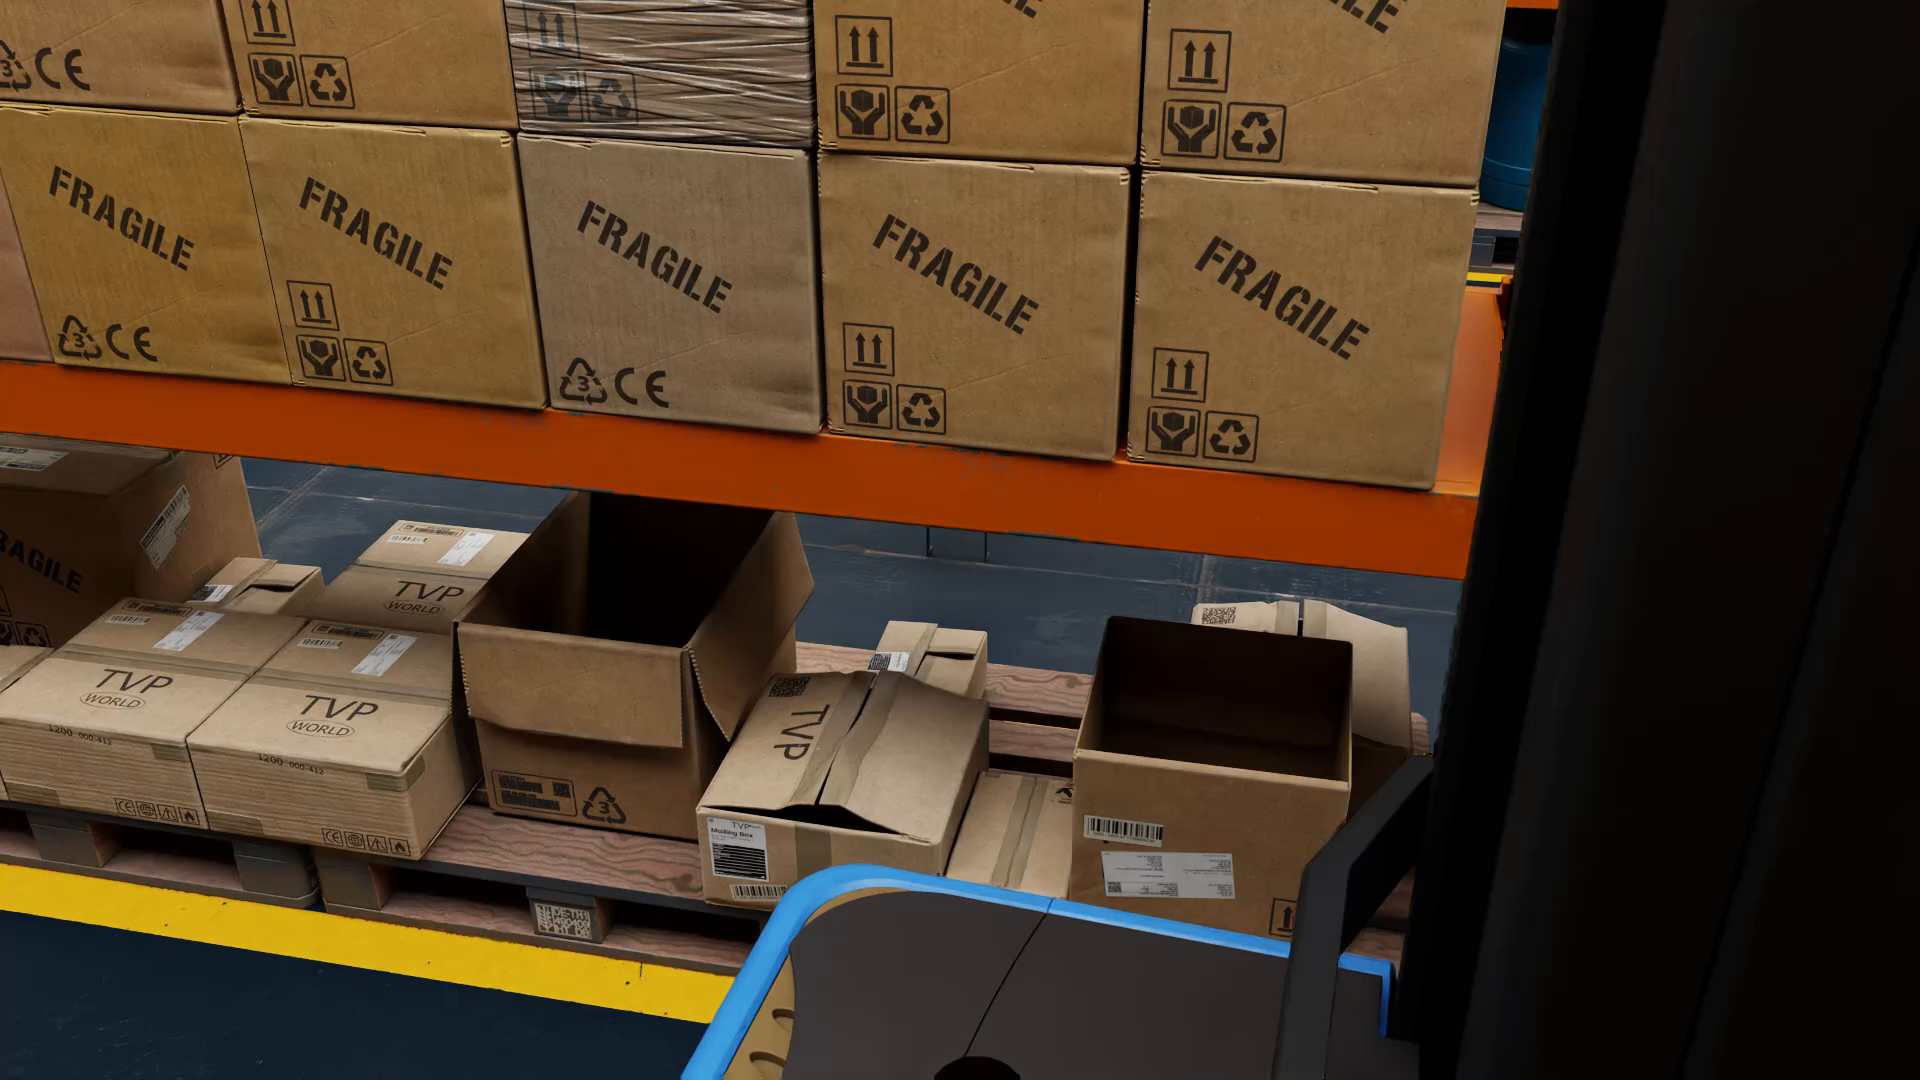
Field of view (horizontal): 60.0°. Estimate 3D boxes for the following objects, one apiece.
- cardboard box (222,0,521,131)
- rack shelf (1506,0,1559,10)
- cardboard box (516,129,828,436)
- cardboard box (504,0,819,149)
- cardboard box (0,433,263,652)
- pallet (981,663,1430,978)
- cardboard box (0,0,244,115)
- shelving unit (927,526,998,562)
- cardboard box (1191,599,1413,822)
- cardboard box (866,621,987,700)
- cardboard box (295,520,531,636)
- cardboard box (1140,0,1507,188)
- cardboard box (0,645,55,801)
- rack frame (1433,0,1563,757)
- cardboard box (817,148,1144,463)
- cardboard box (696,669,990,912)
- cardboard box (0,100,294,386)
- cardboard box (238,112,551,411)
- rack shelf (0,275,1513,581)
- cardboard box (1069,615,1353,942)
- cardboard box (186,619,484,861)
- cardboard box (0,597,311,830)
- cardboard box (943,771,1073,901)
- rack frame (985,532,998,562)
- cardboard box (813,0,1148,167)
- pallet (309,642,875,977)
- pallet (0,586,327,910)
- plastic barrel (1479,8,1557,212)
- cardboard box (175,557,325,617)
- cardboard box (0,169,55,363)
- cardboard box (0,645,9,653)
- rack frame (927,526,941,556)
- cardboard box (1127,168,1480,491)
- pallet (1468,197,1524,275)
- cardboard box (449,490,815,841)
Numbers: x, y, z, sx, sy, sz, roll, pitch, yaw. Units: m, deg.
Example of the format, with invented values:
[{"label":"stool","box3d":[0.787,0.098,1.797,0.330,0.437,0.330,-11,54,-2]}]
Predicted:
[{"label":"cardboard box","box3d":[-0.916,-1.028,2.859,0.500,0.500,0.500,6,29,10]},{"label":"rack shelf","box3d":[4.113,-2.274,7.030,4.000,0.370,1.077,6,29,11]},{"label":"cardboard box","box3d":[-0.430,-0.540,3.008,0.500,0.500,0.500,7,29,12]},{"label":"cardboard box","box3d":[-0.424,-0.977,2.765,0.500,0.500,0.500,6,29,11]},{"label":"cardboard box","box3d":[-2.209,-0.023,4.314,0.500,0.500,0.500,6,29,11]},{"label":"pallet","box3d":[0.448,0.689,3.771,1.213,0.211,1.003,6,29,11]},{"label":"cardboard box","box3d":[-1.413,-1.078,2.951,0.500,0.500,0.500,6,29,11]},{"label":"shelving unit","box3d":[0.014,-0.525,4.959,0.189,1.200,0.258,6,29,11]},{"label":"cardboard box","box3d":[0.754,0.378,3.778,0.500,0.311,0.500,6,29,11]},{"label":"cardboard box","box3d":[-0.094,0.359,3.962,0.250,0.166,0.380,6,29,11]},{"label":"cardboard box","box3d":[-1.287,0.196,4.174,0.500,0.250,0.500,6,29,11]},{"label":"cardboard box","box3d":[0.571,-0.876,2.582,0.500,0.500,0.500,6,29,11]},{"label":"cardboard box","box3d":[-2.210,0.413,3.865,0.250,0.166,0.380,6,29,11]},{"label":"rack frame","box3d":[1.119,-0.465,2.975,0.127,3.000,1.000,6,29,11]},{"label":"cardboard box","box3d":[0.072,-0.489,2.916,0.500,0.500,0.500,7,29,12]},{"label":"cardboard box","box3d":[-0.231,0.523,3.514,0.500,0.311,0.500,6,29,11]},{"label":"cardboard box","box3d":[-1.418,-0.640,3.192,0.500,0.500,0.500,6,29,10]},{"label":"cardboard box","box3d":[-0.929,-0.589,3.099,0.500,0.500,0.500,6,29,11]},{"label":"rack shelf","box3d":[-0.837,-0.350,3.514,4.000,0.370,1.077,6,29,11]},{"label":"cardboard box","box3d":[0.503,0.515,3.331,0.500,0.500,0.500,6,29,11]},{"label":"cardboard box","box3d":[-1.342,0.435,3.736,0.500,0.250,0.500,6,29,11]},{"label":"cardboard box","box3d":[-1.831,0.385,3.828,0.500,0.250,0.500,6,29,11]},{"label":"cardboard box","box3d":[0.124,0.660,3.432,0.250,0.149,0.380,6,29,11]},{"label":"rack frame","box3d":[0.104,-0.516,4.942,0.006,1.200,0.240,6,29,11]},{"label":"cardboard box","box3d":[0.069,-0.926,2.673,0.500,0.500,0.500,5,29,10]},{"label":"pallet","box3d":[-0.749,0.568,3.993,1.213,0.211,1.003,6,29,11]},{"label":"pallet","box3d":[-1.938,0.445,4.218,1.213,0.211,1.003,6,29,11]},{"label":"plastic barrel","box3d":[2.686,-1.992,7.512,0.708,0.901,0.600,6,29,11]},{"label":"cardboard box","box3d":[-1.832,0.206,4.243,0.250,0.166,0.380,6,29,11]},{"label":"cardboard box","box3d":[-1.908,-0.692,3.286,0.500,0.500,0.500,6,29,10]},{"label":"cardboard box","box3d":[-2.455,0.395,3.915,0.250,0.149,0.380,6,29,11]},{"label":"rack frame","box3d":[-0.075,-0.534,4.976,0.006,1.200,0.240,6,29,11]},{"label":"cardboard box","box3d":[0.577,-0.438,2.823,0.500,0.500,0.500,6,29,11]},{"label":"pallet","box3d":[2.903,-1.470,7.716,1.213,0.211,1.003,6,29,11]},{"label":"cardboard box","box3d":[-0.719,0.251,3.809,0.637,0.503,0.797,6,29,11]}]
